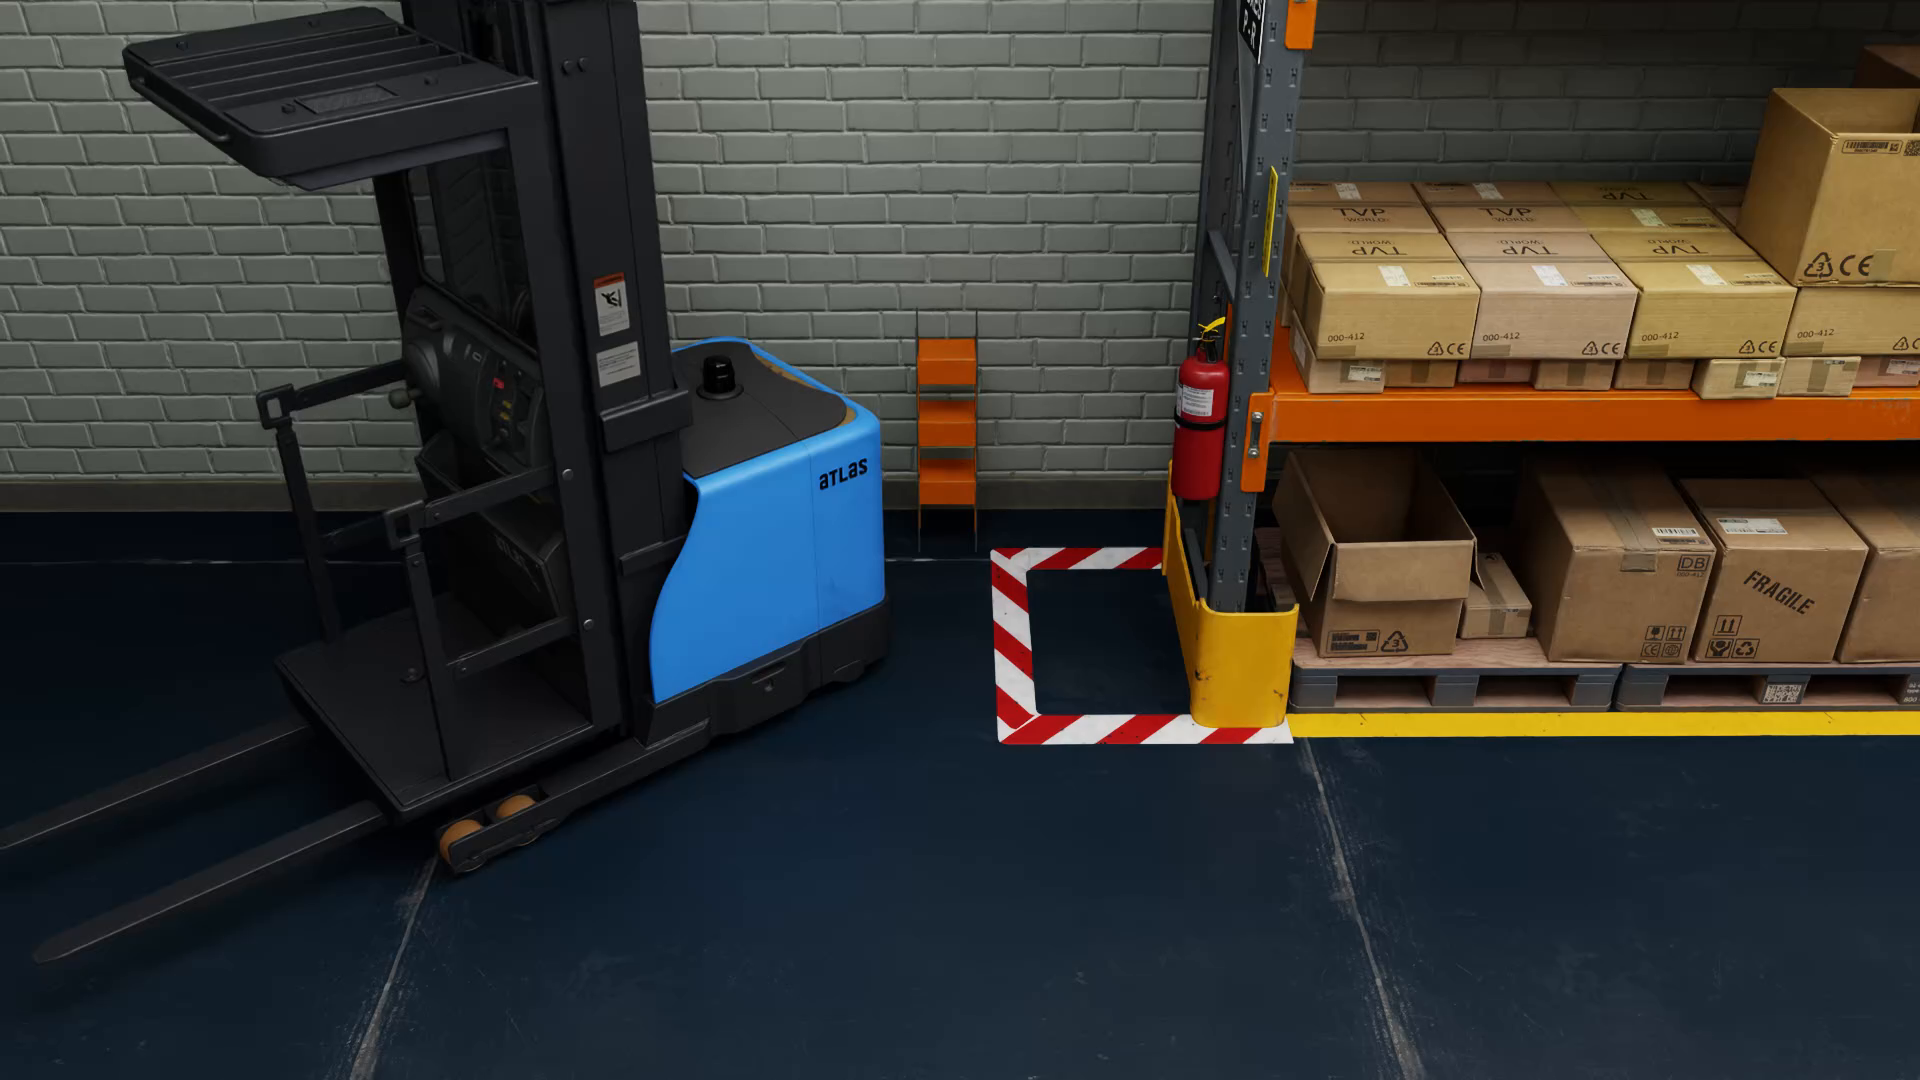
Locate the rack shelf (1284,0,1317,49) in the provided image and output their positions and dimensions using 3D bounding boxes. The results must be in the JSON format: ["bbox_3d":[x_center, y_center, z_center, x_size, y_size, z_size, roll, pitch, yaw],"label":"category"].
[{"bbox_3d":[2.953,-1.876,5.252,4.000,0.370,1.077,0,31,0],"label":"rack shelf"}]

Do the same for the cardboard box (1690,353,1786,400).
[{"bbox_3d":[2.572,-0.625,5.630,0.250,0.149,0.380,-1,31,-2],"label":"cardboard box"}]

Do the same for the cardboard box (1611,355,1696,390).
[{"bbox_3d":[2.319,-0.663,5.693,0.250,0.149,0.380,0,31,0],"label":"cardboard box"}]

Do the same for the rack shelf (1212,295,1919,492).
[{"bbox_3d":[2.953,-0.594,6.030,4.000,0.370,1.077,0,31,0],"label":"rack shelf"}]

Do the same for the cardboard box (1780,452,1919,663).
[{"bbox_3d":[3.459,0.056,6.271,0.500,0.500,0.700,-1,31,-2],"label":"cardboard box"}]

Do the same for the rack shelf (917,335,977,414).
[{"bbox_3d":[-0.054,-0.682,6.836,0.240,0.259,0.215,0,31,0],"label":"rack shelf"}]

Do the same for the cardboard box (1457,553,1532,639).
[{"bbox_3d":[1.991,0.210,6.355,0.250,0.149,0.380,-1,31,-2],"label":"cardboard box"}]

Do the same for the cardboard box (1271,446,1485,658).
[{"bbox_3d":[1.566,0.040,6.294,0.637,0.503,0.797,-1,31,-2],"label":"cardboard box"}]

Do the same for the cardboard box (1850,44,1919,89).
[{"bbox_3d":[3.463,-1.424,5.841,0.500,0.500,0.500,-1,31,-2],"label":"cardboard box"}]

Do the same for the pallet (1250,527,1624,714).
[{"bbox_3d":[1.827,0.294,6.562,1.213,0.211,1.003,0,31,0],"label":"pallet"}]

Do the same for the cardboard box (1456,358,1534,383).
[{"bbox_3d":[1.800,-0.690,5.738,0.250,0.149,0.380,-1,31,-1],"label":"cardboard box"}]

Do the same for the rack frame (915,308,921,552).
[{"bbox_3d":[-0.176,-0.448,6.977,0.008,1.050,0.200,0,31,0],"label":"rack frame"}]

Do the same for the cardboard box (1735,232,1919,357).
[{"bbox_3d":[2.931,-0.837,5.596,0.500,0.250,0.500,-1,31,-2],"label":"cardboard box"}]

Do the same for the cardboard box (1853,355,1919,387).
[{"bbox_3d":[3.093,-0.672,5.709,0.250,0.149,0.380,0,31,0],"label":"cardboard box"}]

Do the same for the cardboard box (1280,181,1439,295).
[{"bbox_3d":[1.412,-1.097,6.024,0.500,0.250,0.500,1,31,1],"label":"cardboard box"}]

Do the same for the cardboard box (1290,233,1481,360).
[{"bbox_3d":[1.409,-0.820,5.567,0.500,0.250,0.500,0,31,0],"label":"cardboard box"}]

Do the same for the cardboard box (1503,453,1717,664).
[{"bbox_3d":[2.421,0.059,6.266,0.500,0.500,0.700,1,31,2],"label":"cardboard box"}]

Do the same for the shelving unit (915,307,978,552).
[{"bbox_3d":[-0.054,-0.449,6.977,0.252,1.050,0.215,0,31,0],"label":"shelving unit"}]

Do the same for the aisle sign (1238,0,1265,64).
[{"bbox_3d":[0.887,-1.854,4.908,0.004,0.787,0.394,0,31,0],"label":"aisle sign"}]

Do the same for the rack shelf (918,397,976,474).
[{"bbox_3d":[-0.054,-0.440,6.983,0.240,0.259,0.215,0,31,0],"label":"rack shelf"}]

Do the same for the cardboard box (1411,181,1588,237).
[{"bbox_3d":[1.927,-1.098,6.026,0.500,0.250,0.500,0,31,0],"label":"cardboard box"}]

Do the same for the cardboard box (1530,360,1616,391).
[{"bbox_3d":[2.054,-0.659,5.686,0.250,0.149,0.380,1,31,1],"label":"cardboard box"}]

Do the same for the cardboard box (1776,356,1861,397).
[{"bbox_3d":[2.835,-0.636,5.649,0.250,0.149,0.380,1,31,1],"label":"cardboard box"}]

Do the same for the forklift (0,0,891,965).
[{"bbox_3d":[-1.722,-0.475,5.207,3.031,2.935,1.130,-24,38,-33],"label":"forklift"}]

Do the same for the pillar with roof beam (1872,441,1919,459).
[{"bbox_3d":[4.278,-1.705,1.384,0.400,9.000,9.100,0,31,0],"label":"pillar with roof beam"}]

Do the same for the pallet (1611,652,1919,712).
[{"bbox_3d":[3.044,0.292,6.566,1.213,0.211,1.003,0,31,0],"label":"pallet"}]

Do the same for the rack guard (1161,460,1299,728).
[{"bbox_3d":[1.029,0.173,6.482,0.348,0.500,1.175,0,31,0],"label":"rack guard"}]

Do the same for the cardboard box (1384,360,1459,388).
[{"bbox_3d":[1.538,-0.671,5.706,0.250,0.149,0.380,1,31,1],"label":"cardboard box"}]

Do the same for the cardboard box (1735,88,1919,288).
[{"bbox_3d":[2.909,-1.145,5.381,0.500,0.500,0.500,1,31,1],"label":"cardboard box"}]

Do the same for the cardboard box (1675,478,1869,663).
[{"bbox_3d":[2.950,0.109,6.183,0.500,0.500,0.500,0,31,1],"label":"cardboard box"}]

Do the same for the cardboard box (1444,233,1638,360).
[{"bbox_3d":[1.913,-0.821,5.570,0.500,0.250,0.500,0,31,0],"label":"cardboard box"}]

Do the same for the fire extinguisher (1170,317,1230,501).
[{"bbox_3d":[0.809,-0.462,5.554,0.183,0.674,0.296,0,31,0],"label":"fire extinguisher"}]

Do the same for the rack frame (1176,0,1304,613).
[{"bbox_3d":[0.953,-0.895,5.833,0.127,3.000,1.000,0,31,0],"label":"rack frame"}]

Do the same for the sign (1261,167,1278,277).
[{"bbox_3d":[0.957,-0.984,5.145,0.005,0.325,0.100,0,31,0],"label":"sign"}]

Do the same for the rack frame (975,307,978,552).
[{"bbox_3d":[0.068,-0.449,6.978,0.008,1.050,0.200,0,31,0],"label":"rack frame"}]

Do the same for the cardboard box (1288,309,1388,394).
[{"bbox_3d":[1.284,-0.646,5.666,0.250,0.149,0.380,0,31,-1],"label":"cardboard box"}]

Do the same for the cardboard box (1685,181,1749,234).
[{"bbox_3d":[2.945,-1.099,6.027,0.500,0.250,0.500,0,31,0],"label":"cardboard box"}]

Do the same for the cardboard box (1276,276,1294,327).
[{"bbox_3d":[1.283,-0.928,6.130,0.250,0.149,0.380,-1,31,-1],"label":"cardboard box"}]

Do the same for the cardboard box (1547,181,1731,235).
[{"bbox_3d":[2.423,-1.097,6.024,0.500,0.250,0.500,1,31,1],"label":"cardboard box"}]

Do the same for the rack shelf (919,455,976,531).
[{"bbox_3d":[-0.054,-0.202,7.127,0.240,0.259,0.215,0,31,0],"label":"rack shelf"}]

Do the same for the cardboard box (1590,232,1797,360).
[{"bbox_3d":[2.420,-0.825,5.575,0.500,0.250,0.500,-1,31,-1],"label":"cardboard box"}]
